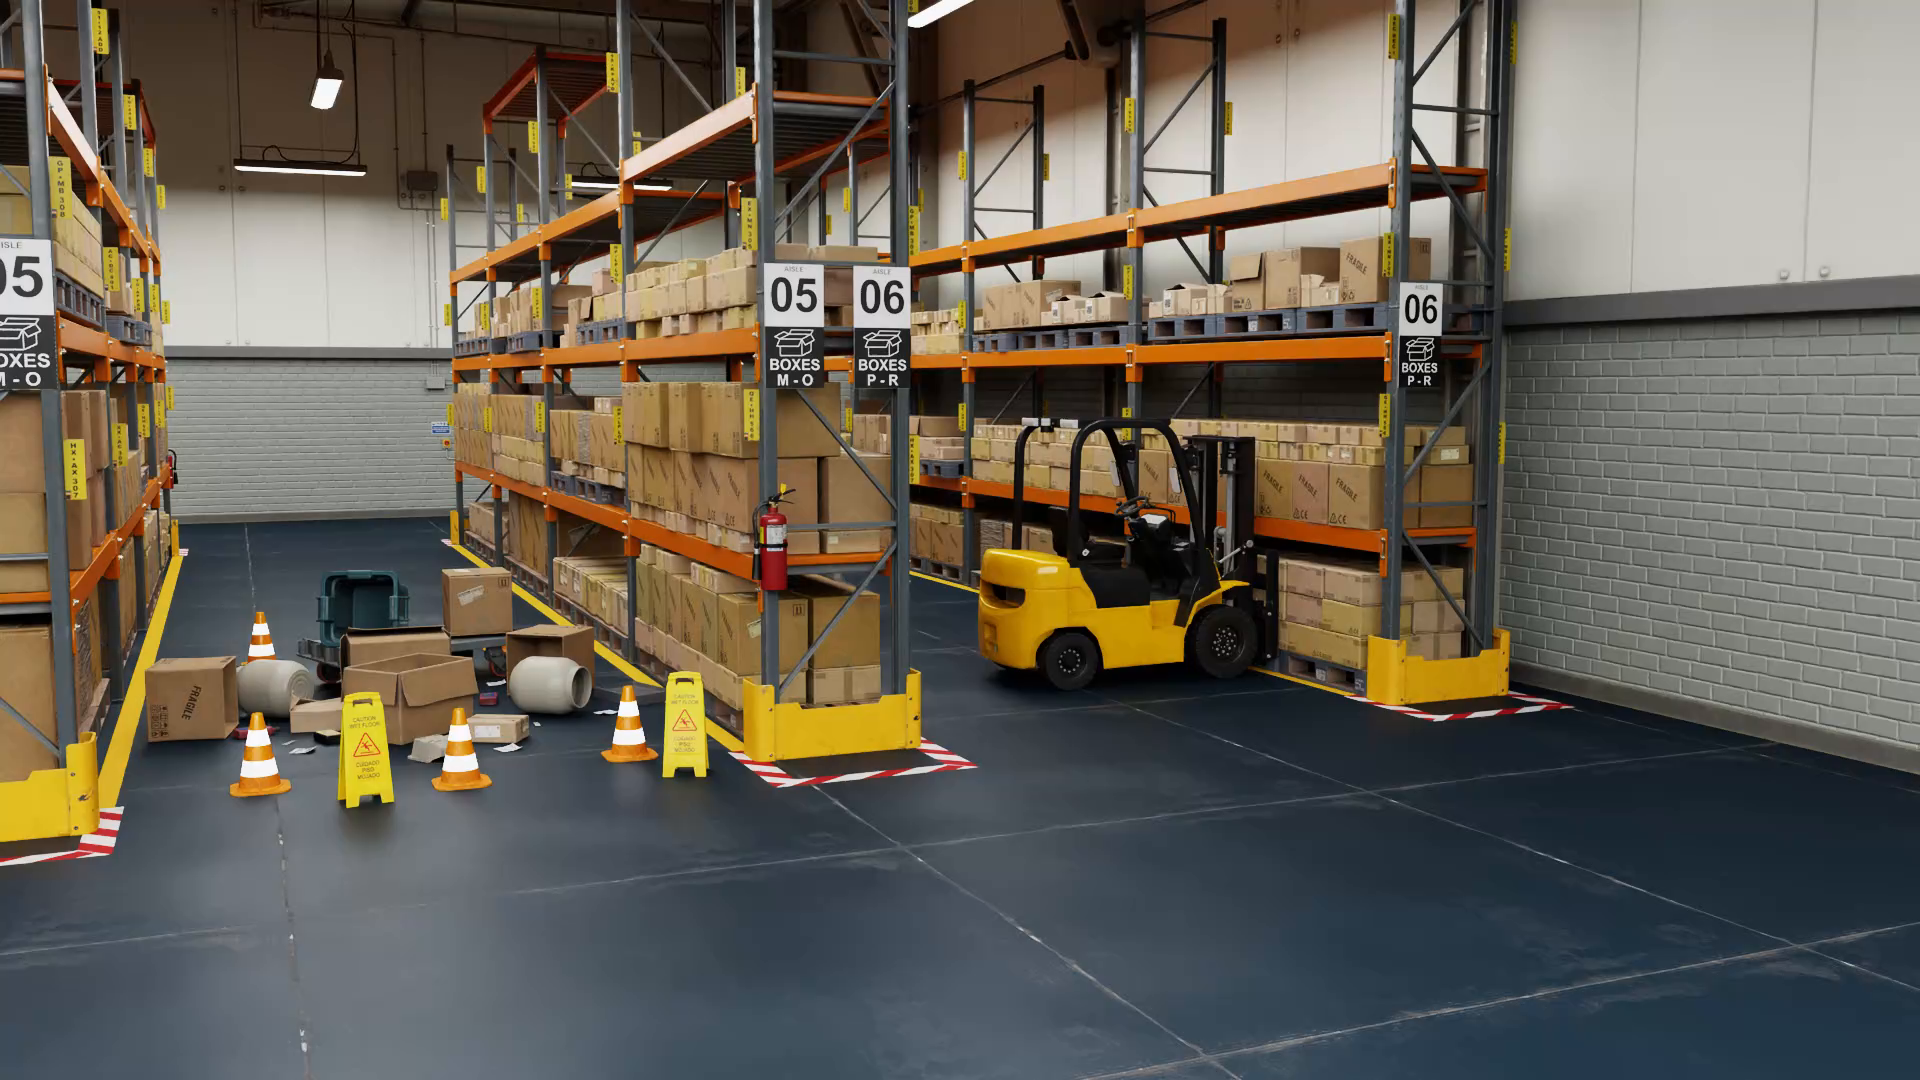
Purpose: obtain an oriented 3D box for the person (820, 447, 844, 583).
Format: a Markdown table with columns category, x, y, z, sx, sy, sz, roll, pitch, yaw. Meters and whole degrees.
| category | x | y | z | sx | sy | sz | roll | pitch | yaw |
| --- | --- | --- | --- | --- | --- | --- | --- | --- | --- |
| person | -1.344 | -0.070 | 17.286 | 0.487 | 1.809 | 0.620 | -1 | 5 | -10 |
